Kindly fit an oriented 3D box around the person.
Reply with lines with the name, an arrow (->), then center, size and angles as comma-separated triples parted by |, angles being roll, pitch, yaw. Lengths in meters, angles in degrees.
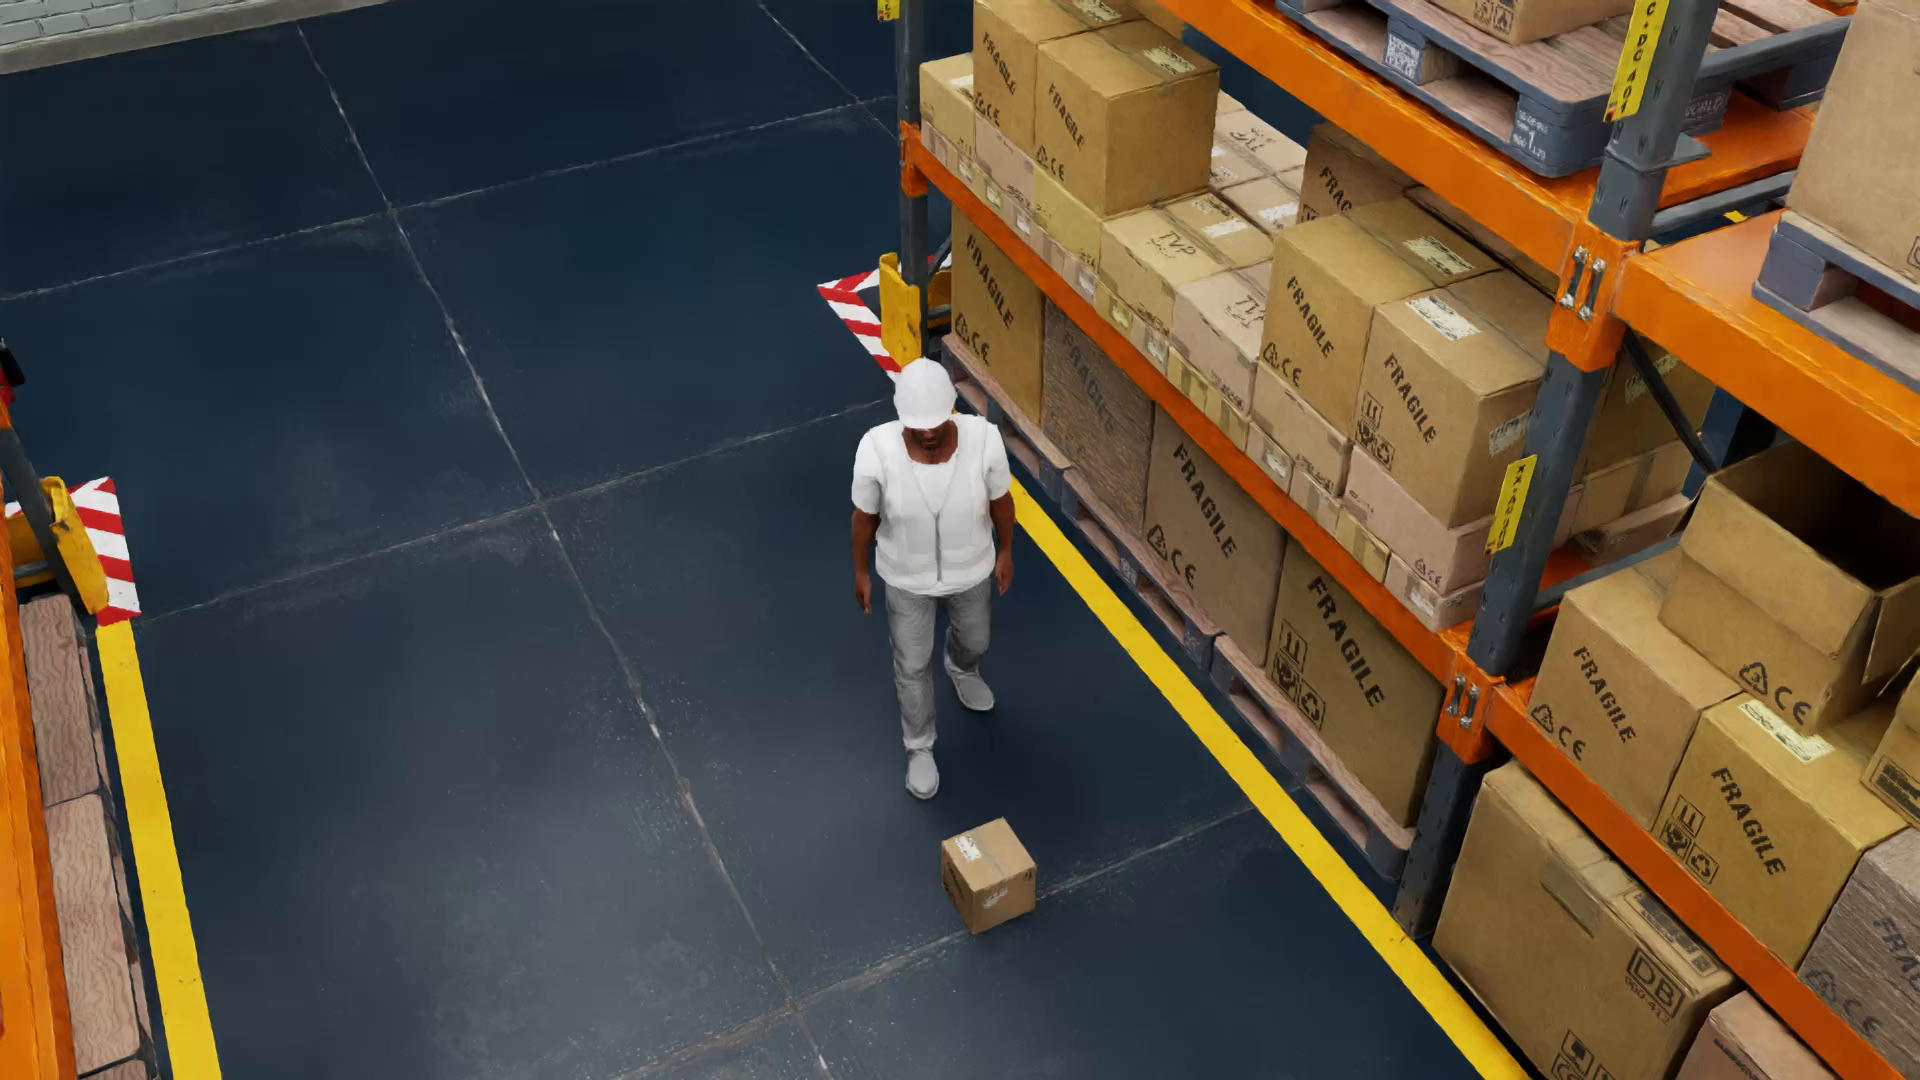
person -> -0.088, 0.106, 6.004 | 0.594, 1.765, 0.687 | -5, 41, -6
